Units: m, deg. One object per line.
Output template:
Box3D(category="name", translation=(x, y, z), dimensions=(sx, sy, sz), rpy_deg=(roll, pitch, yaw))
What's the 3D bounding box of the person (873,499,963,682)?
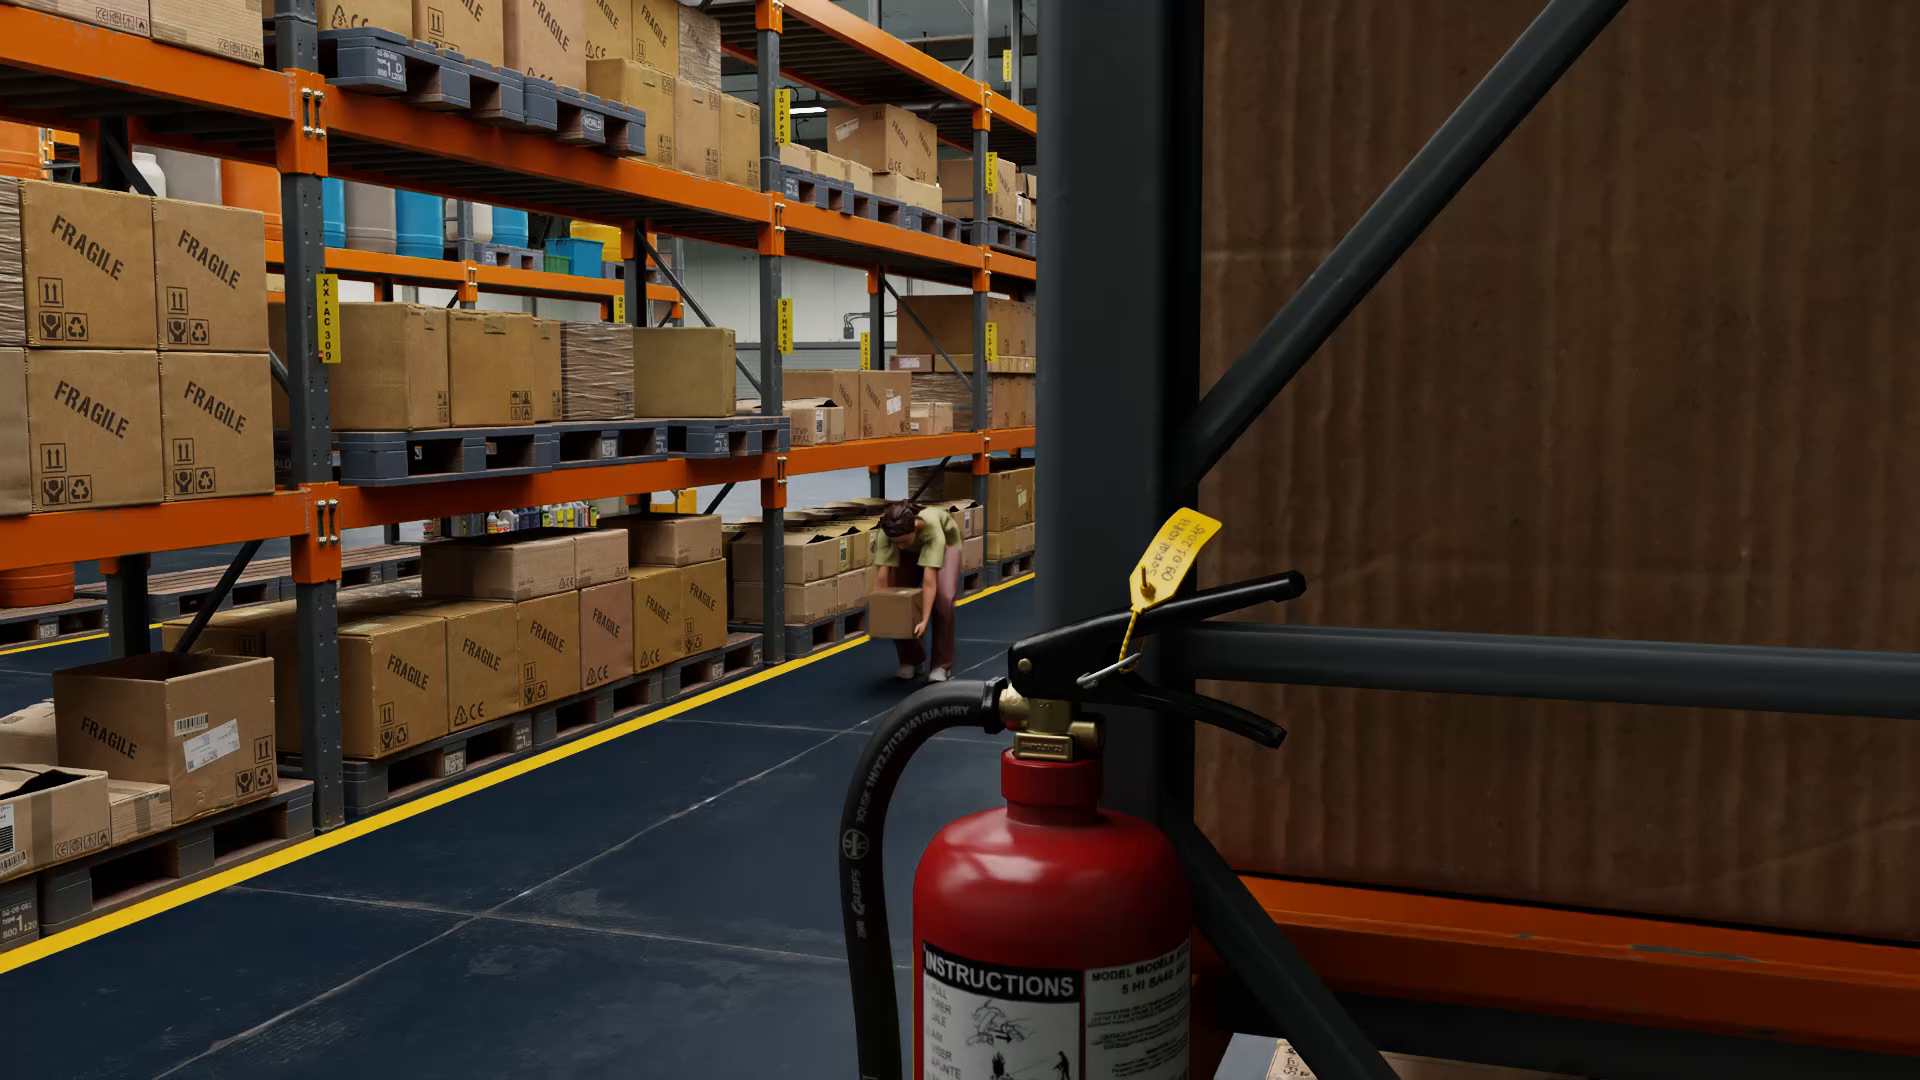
Box3D(category="person", translation=(-0.249, 0.285, 9.434), dimensions=(0.447, 1.066, 0.865), rpy_deg=(2, 6, 17))
